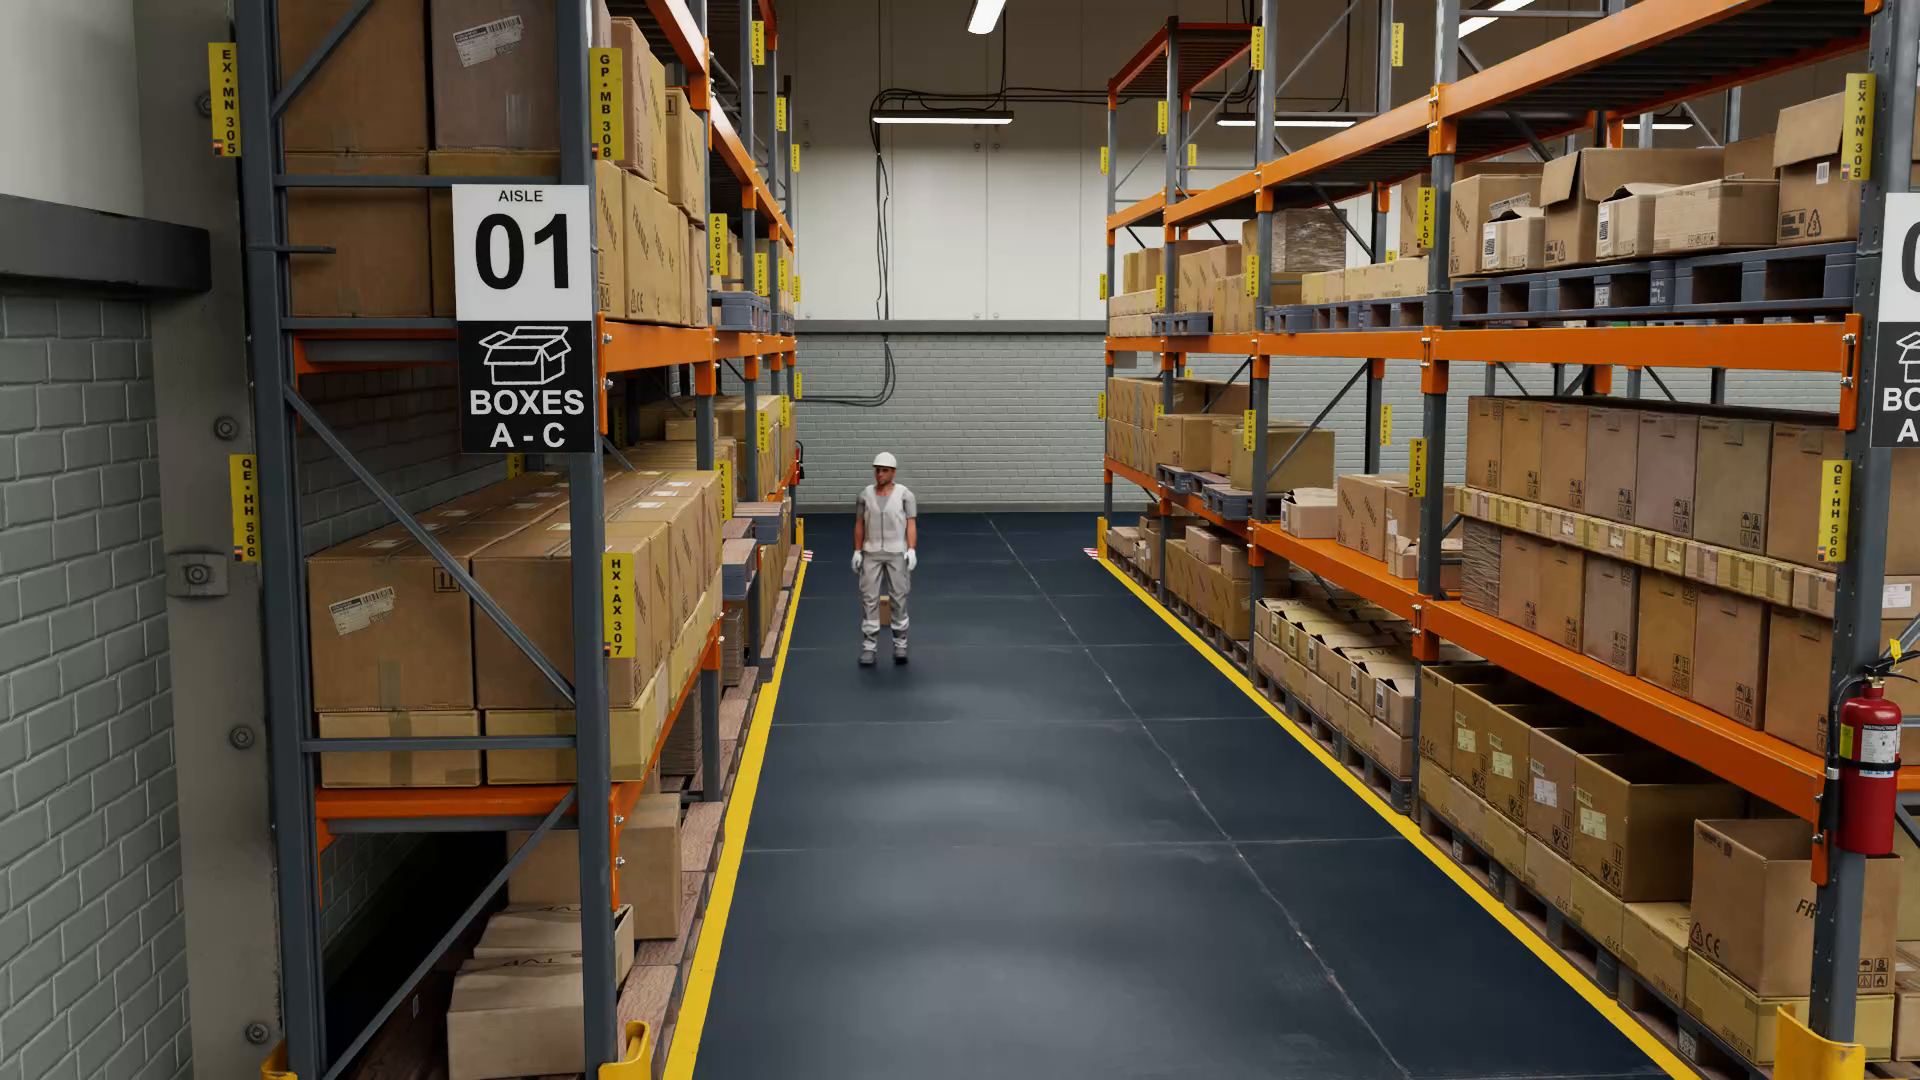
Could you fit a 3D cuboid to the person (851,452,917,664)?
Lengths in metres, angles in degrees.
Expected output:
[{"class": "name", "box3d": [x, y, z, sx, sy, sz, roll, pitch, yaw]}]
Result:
[{"class": "person", "box3d": [-0.654, 0.149, 14.227, 0.602, 1.791, 0.495, 1, 7, 8]}]
